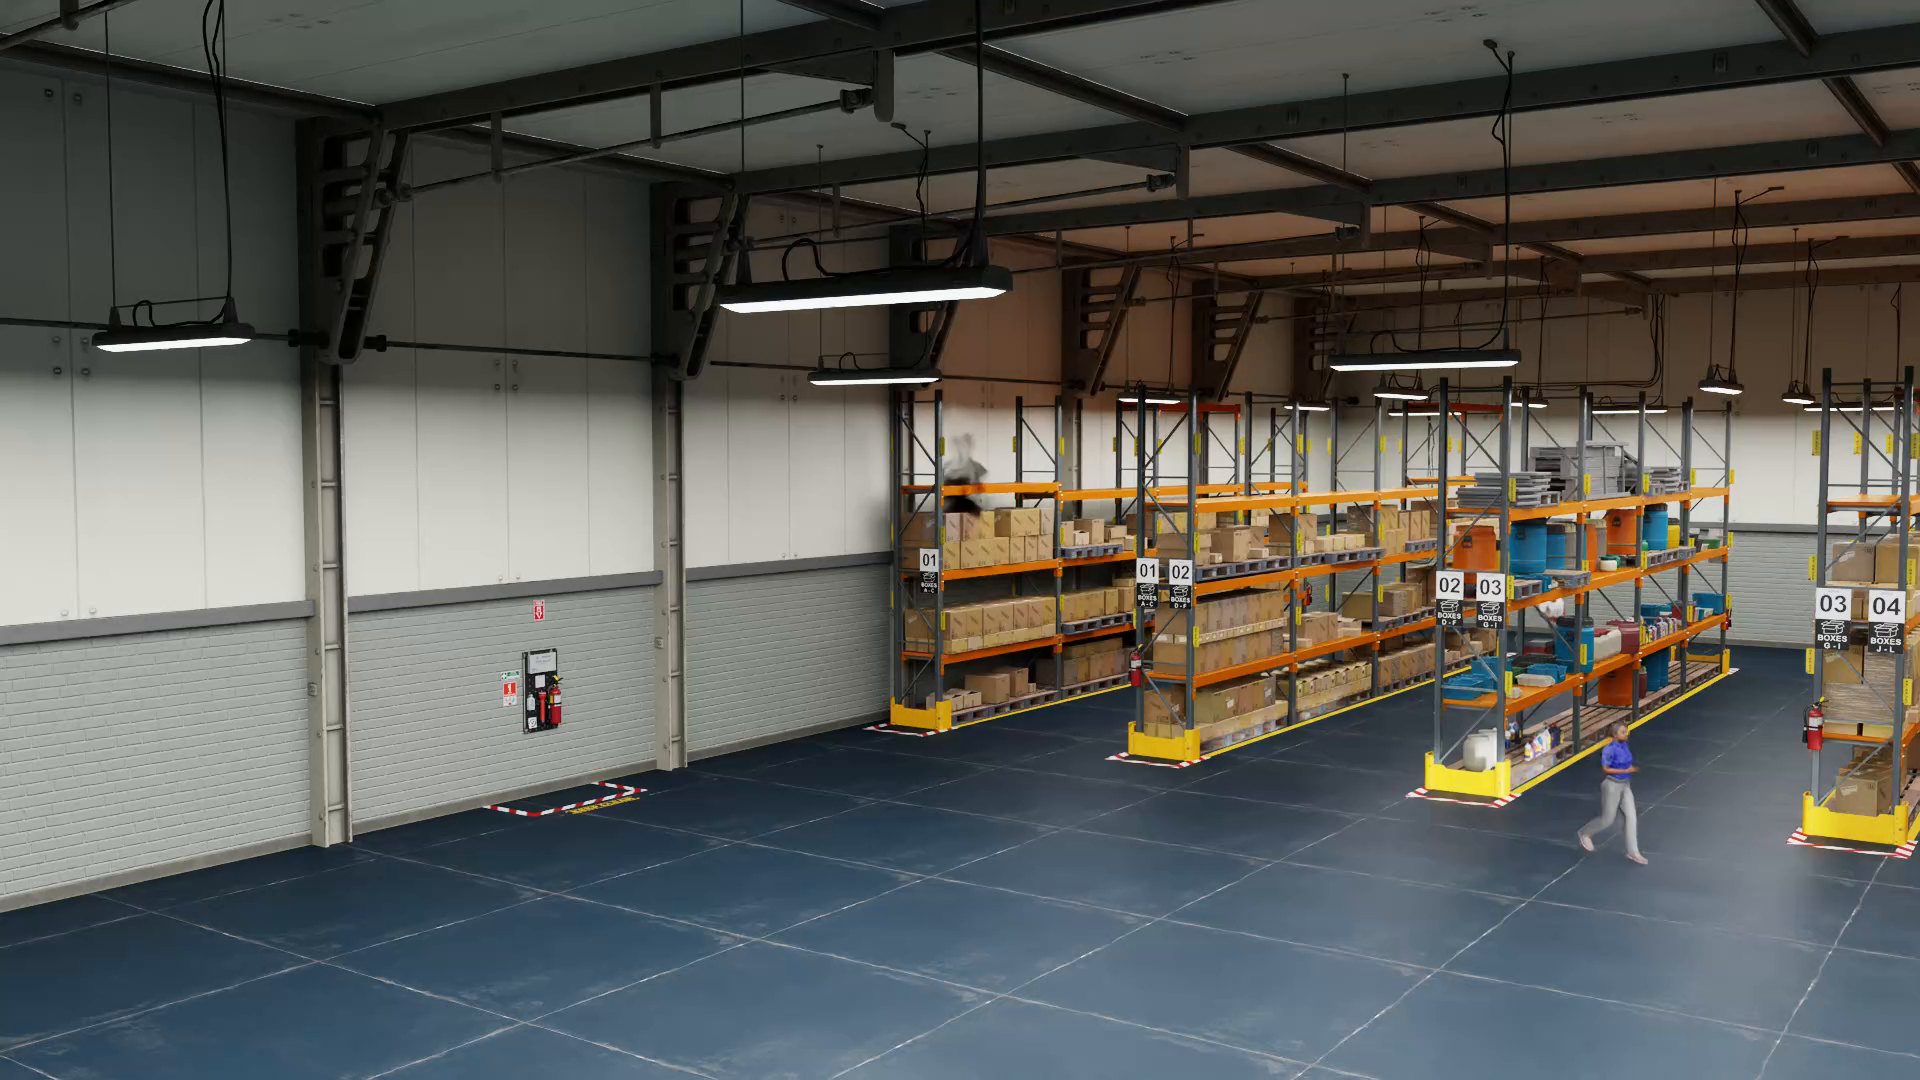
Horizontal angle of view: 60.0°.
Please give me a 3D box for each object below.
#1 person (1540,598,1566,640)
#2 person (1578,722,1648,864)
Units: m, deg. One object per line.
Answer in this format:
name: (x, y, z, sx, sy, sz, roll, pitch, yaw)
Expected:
person: (14.073, 1.941, 39.336, 0.757, 1.694, 0.584, 0, 3, -6)
person: (7.914, 3.020, 20.099, 0.609, 1.645, 0.907, -2, 4, -35)
